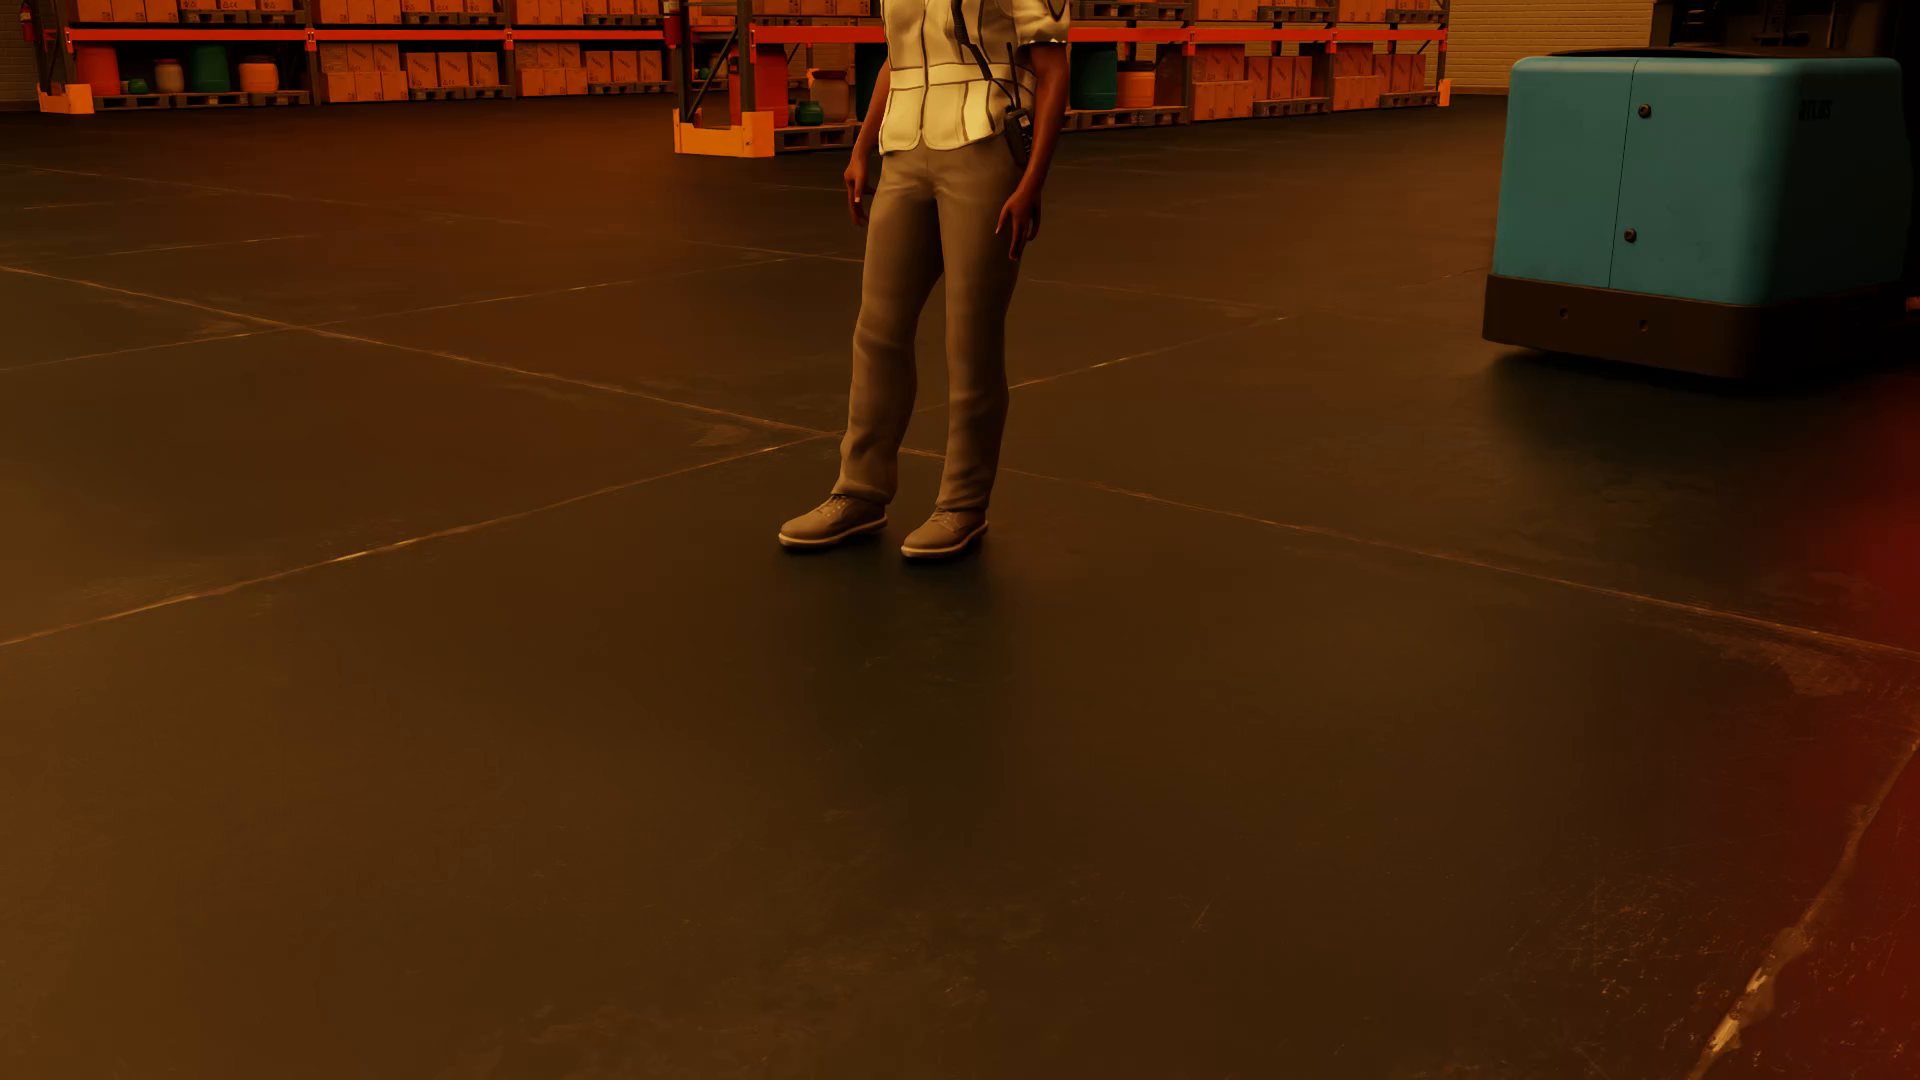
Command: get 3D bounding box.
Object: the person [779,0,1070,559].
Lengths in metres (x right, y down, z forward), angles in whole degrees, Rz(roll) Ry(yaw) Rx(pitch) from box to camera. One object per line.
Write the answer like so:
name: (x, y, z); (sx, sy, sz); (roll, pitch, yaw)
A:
person: (-0.063, -0.805, 3.651); (0.569, 1.694, 0.530); (13, 21, 37)

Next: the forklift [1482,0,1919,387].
forklift: (3.400, -2.236, 6.262); (3.031, 2.935, 1.130); (-13, 21, -37)
